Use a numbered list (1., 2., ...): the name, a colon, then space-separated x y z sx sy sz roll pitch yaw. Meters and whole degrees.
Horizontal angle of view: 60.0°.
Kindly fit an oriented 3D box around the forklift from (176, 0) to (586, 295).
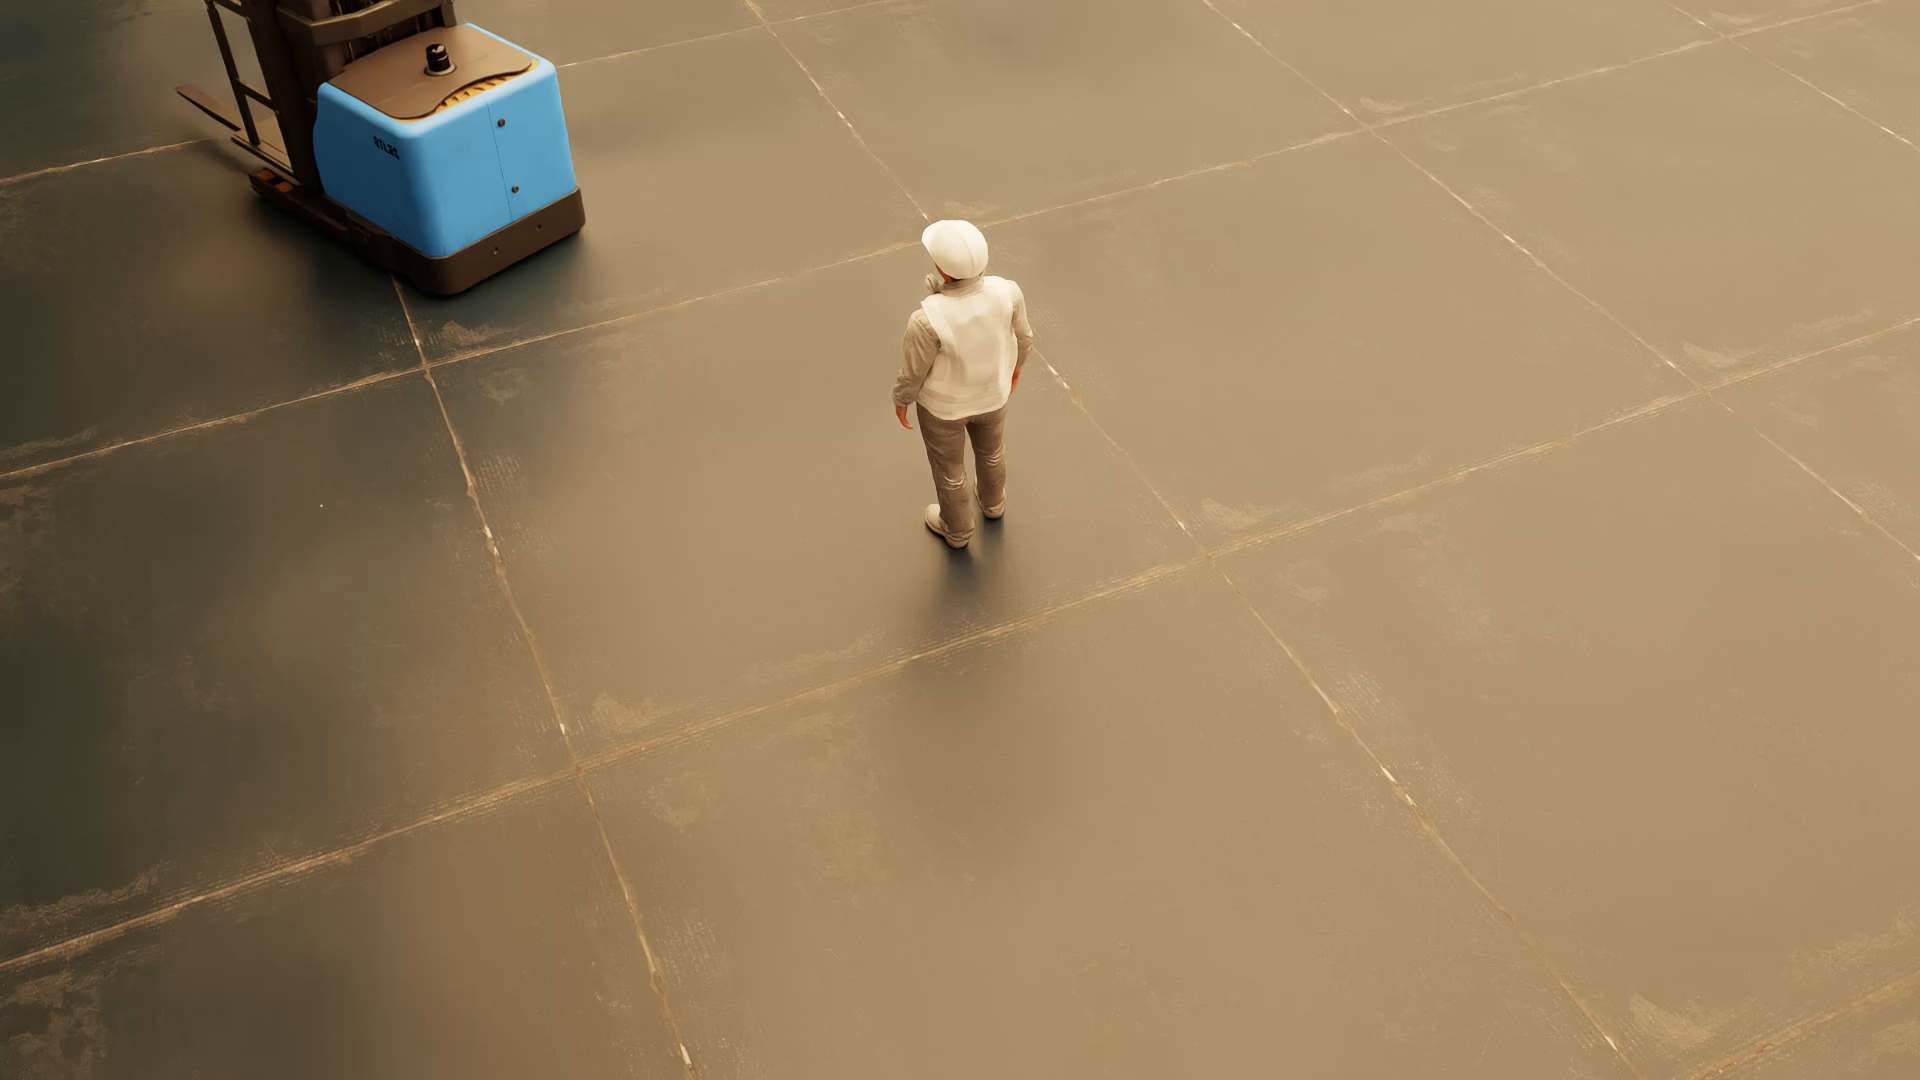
1. forklift: -3.631 -3.284 9.199 3.031 2.935 1.130 31 51 29

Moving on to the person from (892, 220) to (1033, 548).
1. person: -0.018 -0.695 7.262 0.632 1.773 0.568 -18 46 -18
